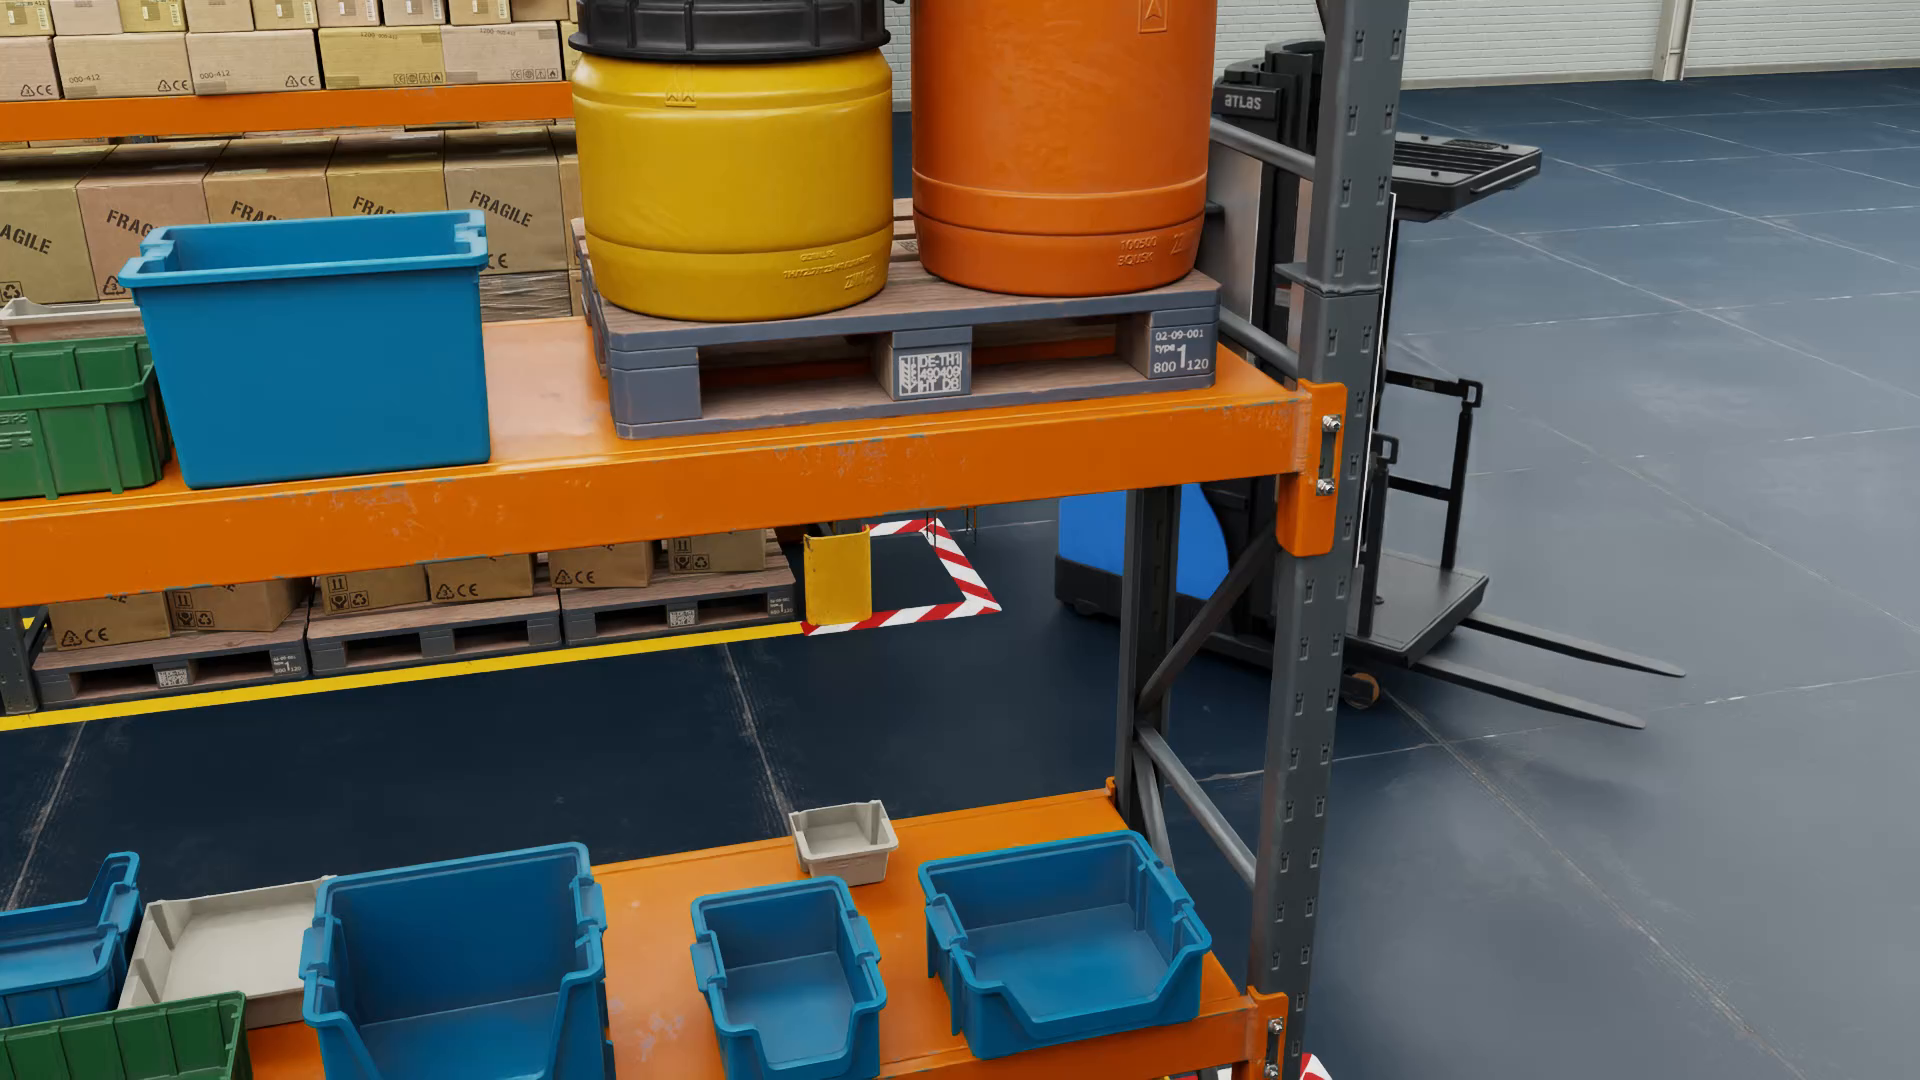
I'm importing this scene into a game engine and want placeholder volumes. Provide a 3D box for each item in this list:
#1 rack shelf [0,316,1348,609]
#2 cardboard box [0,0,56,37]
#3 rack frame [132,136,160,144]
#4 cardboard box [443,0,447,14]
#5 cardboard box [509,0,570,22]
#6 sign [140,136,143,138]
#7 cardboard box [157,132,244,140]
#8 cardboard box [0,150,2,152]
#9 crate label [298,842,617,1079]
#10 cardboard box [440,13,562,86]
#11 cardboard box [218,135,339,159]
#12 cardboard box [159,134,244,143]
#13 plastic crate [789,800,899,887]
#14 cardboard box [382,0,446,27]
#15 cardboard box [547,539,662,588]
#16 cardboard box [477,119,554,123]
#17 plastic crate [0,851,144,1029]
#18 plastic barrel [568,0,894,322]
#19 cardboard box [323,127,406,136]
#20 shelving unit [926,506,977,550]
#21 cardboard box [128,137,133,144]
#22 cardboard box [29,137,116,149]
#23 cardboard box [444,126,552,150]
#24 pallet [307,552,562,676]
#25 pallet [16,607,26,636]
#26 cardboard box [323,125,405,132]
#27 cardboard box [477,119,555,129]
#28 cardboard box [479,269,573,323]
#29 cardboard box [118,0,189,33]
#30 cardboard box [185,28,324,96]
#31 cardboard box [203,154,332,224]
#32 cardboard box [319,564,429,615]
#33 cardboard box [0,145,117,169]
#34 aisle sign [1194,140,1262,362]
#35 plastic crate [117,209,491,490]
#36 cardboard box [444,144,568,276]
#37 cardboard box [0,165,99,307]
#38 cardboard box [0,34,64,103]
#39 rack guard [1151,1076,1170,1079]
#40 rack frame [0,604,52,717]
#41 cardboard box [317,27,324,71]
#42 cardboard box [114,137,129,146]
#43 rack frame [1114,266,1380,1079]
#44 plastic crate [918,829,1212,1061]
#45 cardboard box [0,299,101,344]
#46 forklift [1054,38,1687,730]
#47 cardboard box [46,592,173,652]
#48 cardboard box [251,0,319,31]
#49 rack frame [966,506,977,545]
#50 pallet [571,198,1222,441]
[{"bbox_3d":[-1.291,-0.124,3.343,4.000,0.370,1.077,-6,24,-14],"label":"rack shelf"},{"bbox_3d":[-3.920,-2.208,6.972,0.250,0.149,0.380,-8,24,-17],"label":"cardboard box"},{"bbox_3d":[-5.797,-2.637,12.092,0.127,3.000,1.000,-6,24,-14],"label":"rack frame"},{"bbox_3d":[-2.520,-2.551,7.771,0.250,0.149,0.380,-7,24,-15],"label":"cardboard box"},{"bbox_3d":[-1.909,-2.445,7.525,0.250,0.149,0.380,-6,24,-14],"label":"cardboard box"},{"bbox_3d":[-5.641,-2.928,11.401,0.005,0.325,0.100,-6,24,-14],"label":"sign"},{"bbox_3d":[-5.432,-3.229,11.910,0.550,0.550,0.875,-6,24,-14],"label":"cardboard box"},{"bbox_3d":[-6.713,-2.472,11.581,0.500,0.500,0.500,-7,24,-15],"label":"cardboard box"},{"bbox_3d":[-1.064,0.994,3.585,0.616,0.435,0.502,-6,24,-14],"label":"crate label"},{"bbox_3d":[-2.074,-2.225,7.518,0.500,0.250,0.500,-6,24,-13],"label":"cardboard box"},{"bbox_3d":[-3.232,-1.644,8.006,0.500,0.500,0.500,-6,24,-14],"label":"cardboard box"},{"bbox_3d":[-5.445,-2.750,12.164,0.550,0.550,0.875,-6,24,-14],"label":"cardboard box"},{"bbox_3d":[-0.313,0.805,4.403,0.250,0.136,0.298,-6,24,-14],"label":"plastic crate"},{"bbox_3d":[-2.417,-2.367,7.342,0.250,0.149,0.380,-8,24,-17],"label":"cardboard box"},{"bbox_3d":[-1.875,-0.077,8.762,0.500,0.500,0.500,0,23,0],"label":"cardboard box"},{"bbox_3d":[-3.394,-3.502,12.548,0.550,0.550,0.875,-6,24,-14],"label":"cardboard box"},{"bbox_3d":[-2.224,0.985,3.840,0.616,0.251,0.499,-6,24,-14],"label":"plastic crate"},{"bbox_3d":[-0.428,-0.777,3.182,0.600,0.588,0.600,0,23,0],"label":"plastic barrel"},{"bbox_3d":[-4.369,-2.830,12.351,0.550,0.550,0.875,-6,24,-14],"label":"cardboard box"},{"bbox_3d":[-0.051,-0.477,9.530,0.252,1.050,0.215,-6,24,-14],"label":"shelving unit"},{"bbox_3d":[-10.547,-5.271,20.709,0.625,0.625,0.875,-7,24,-17],"label":"cardboard box"},{"bbox_3d":[-6.273,-3.087,11.747,0.500,0.500,0.700,-7,24,-15],"label":"cardboard box"},{"bbox_3d":[-2.270,-1.752,8.257,0.500,0.500,0.500,-6,24,-14],"label":"cardboard box"},{"bbox_3d":[-2.740,0.322,8.732,1.213,0.211,1.003,-6,24,-14],"label":"pallet"},{"bbox_3d":[-5.303,0.622,8.033,1.213,0.211,1.003,-6,24,-14],"label":"pallet"},{"bbox_3d":[-4.377,-3.337,12.162,0.550,0.550,0.875,-6,24,-14],"label":"cardboard box"},{"bbox_3d":[-3.387,-2.997,12.739,0.550,0.550,0.875,-6,24,-14],"label":"cardboard box"},{"bbox_3d":[-2.182,-1.168,8.164,0.500,0.500,0.875,-6,24,-14],"label":"cardboard box"},{"bbox_3d":[-3.428,-2.271,7.120,0.250,0.149,0.380,-6,24,-13],"label":"cardboard box"},{"bbox_3d":[-3.062,-2.111,7.251,0.500,0.250,0.500,-7,24,-16],"label":"cardboard box"},{"bbox_3d":[-3.090,-1.444,7.538,0.500,0.500,0.500,-6,24,-14],"label":"cardboard box"},{"bbox_3d":[-3.032,0.025,8.525,0.500,0.500,0.500,-9,25,-19],"label":"cardboard box"},{"bbox_3d":[-4.195,-1.538,7.758,0.500,0.500,0.500,-6,24,-14],"label":"cardboard box"},{"bbox_3d":[0.625,-0.602,4.053,0.004,0.787,0.394,-6,24,-14],"label":"aisle sign"},{"bbox_3d":[-1.120,-0.343,2.961,0.575,0.384,0.392,-6,24,-14],"label":"plastic crate"},{"bbox_3d":[-2.128,-1.551,7.789,0.500,0.500,0.500,-6,24,-14],"label":"cardboard box"},{"bbox_3d":[-4.052,-1.337,7.289,0.500,0.500,0.500,-6,24,-14],"label":"cardboard box"},{"bbox_3d":[-4.052,-2.003,7.001,0.500,0.250,0.500,-7,24,-16],"label":"cardboard box"},{"bbox_3d":[0.575,1.886,4.721,0.348,0.500,1.175,-6,24,-14],"label":"rack guard"},{"bbox_3d":[-4.554,-0.743,7.678,0.127,3.000,1.000,-6,24,-14],"label":"rack frame"},{"bbox_3d":[-3.191,-2.308,7.712,0.500,0.250,0.500,-6,24,-15],"label":"cardboard box"},{"bbox_3d":[-6.376,-2.729,12.180,0.500,0.500,0.500,-6,24,-14],"label":"cardboard box"},{"bbox_3d":[0.635,0.711,4.289,0.127,3.000,1.000,-6,24,-14],"label":"rack frame"},{"bbox_3d":[0.234,0.946,3.929,0.616,0.251,0.499,-6,24,-14],"label":"plastic crate"},{"bbox_3d":[-4.104,-0.950,7.657,0.500,0.500,0.875,-6,24,-14],"label":"cardboard box"},{"bbox_3d":[1.983,-0.784,7.861,3.031,2.935,1.130,17,28,34],"label":"forklift"},{"bbox_3d":[-4.158,0.185,8.152,0.500,0.500,0.500,-7,24,-16],"label":"cardboard box"},{"bbox_3d":[-2.913,-2.307,7.203,0.250,0.149,0.380,-7,24,-15],"label":"cardboard box"},{"bbox_3d":[0.066,-0.490,9.560,0.008,1.050,0.200,-6,24,-14],"label":"rack frame"},{"bbox_3d":[-0.188,-0.530,3.616,1.213,0.211,1.003,-6,24,-14],"label":"pallet"}]
